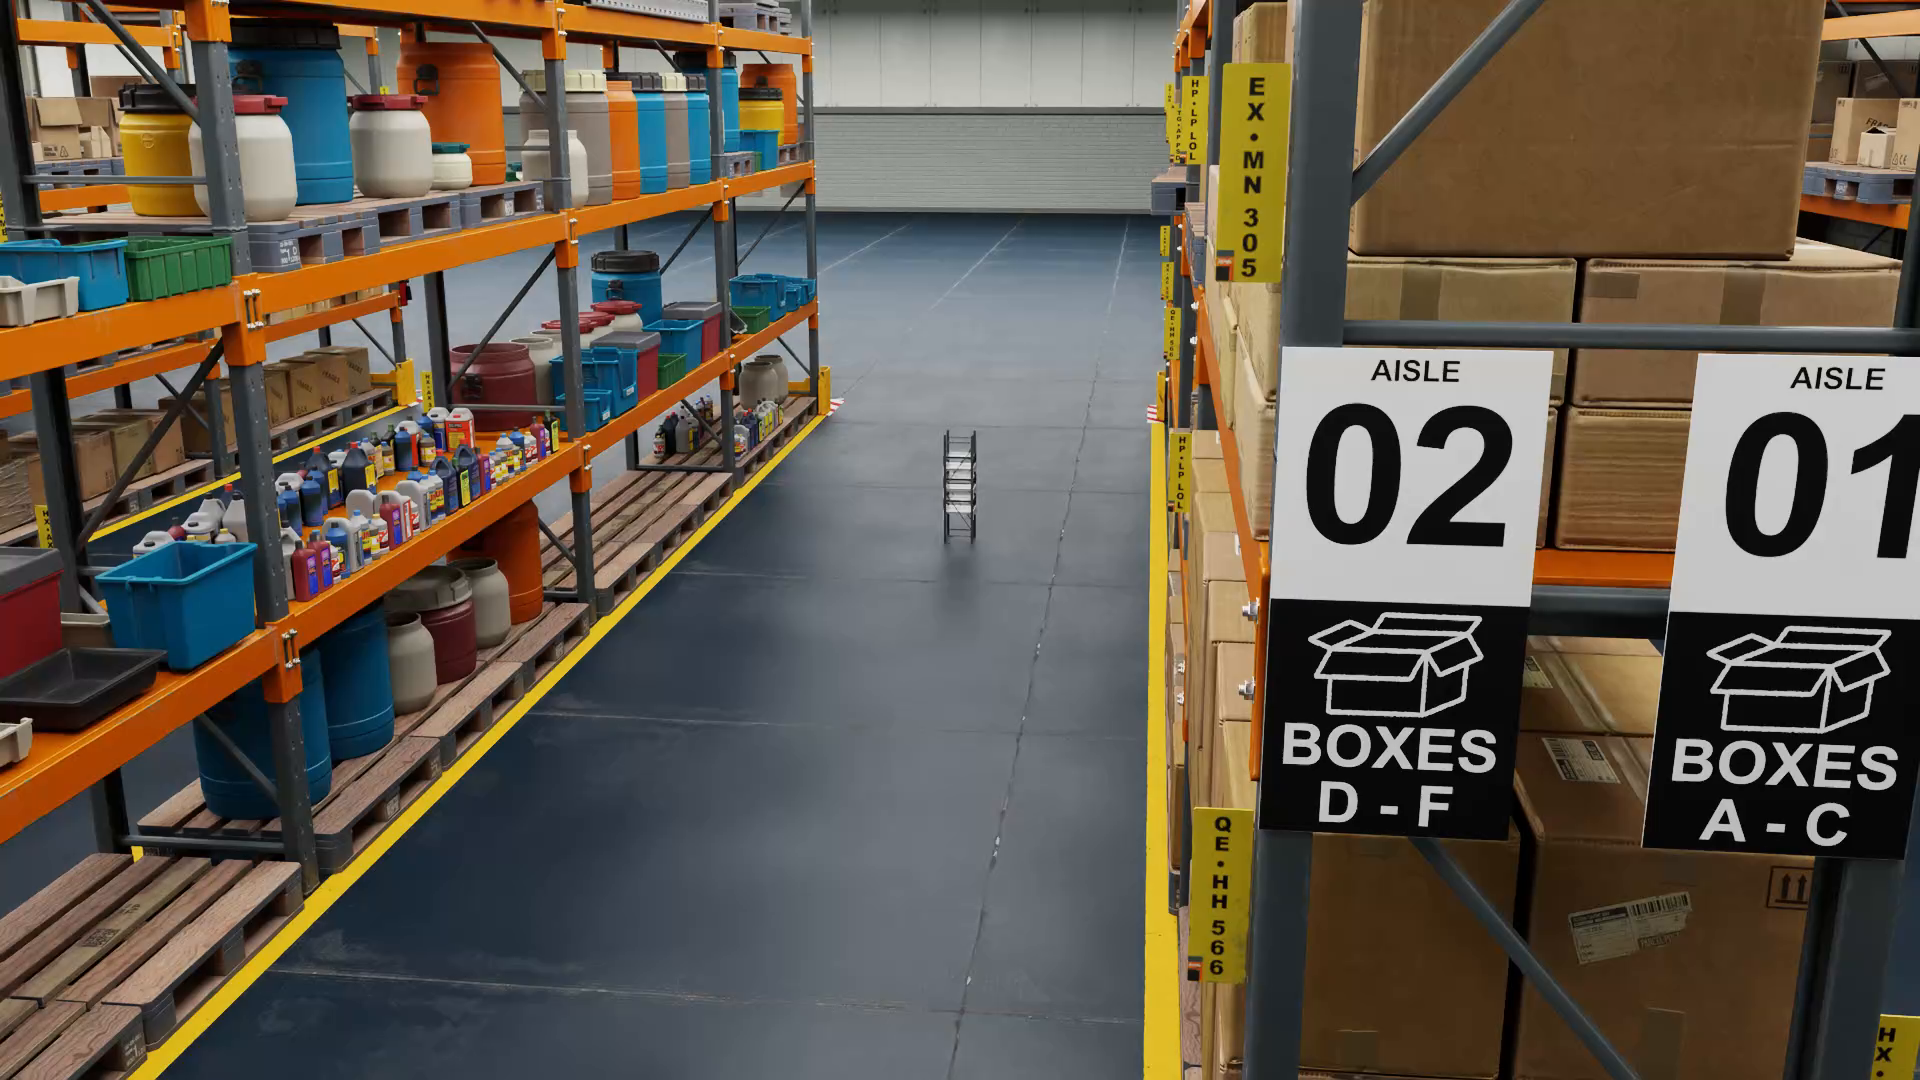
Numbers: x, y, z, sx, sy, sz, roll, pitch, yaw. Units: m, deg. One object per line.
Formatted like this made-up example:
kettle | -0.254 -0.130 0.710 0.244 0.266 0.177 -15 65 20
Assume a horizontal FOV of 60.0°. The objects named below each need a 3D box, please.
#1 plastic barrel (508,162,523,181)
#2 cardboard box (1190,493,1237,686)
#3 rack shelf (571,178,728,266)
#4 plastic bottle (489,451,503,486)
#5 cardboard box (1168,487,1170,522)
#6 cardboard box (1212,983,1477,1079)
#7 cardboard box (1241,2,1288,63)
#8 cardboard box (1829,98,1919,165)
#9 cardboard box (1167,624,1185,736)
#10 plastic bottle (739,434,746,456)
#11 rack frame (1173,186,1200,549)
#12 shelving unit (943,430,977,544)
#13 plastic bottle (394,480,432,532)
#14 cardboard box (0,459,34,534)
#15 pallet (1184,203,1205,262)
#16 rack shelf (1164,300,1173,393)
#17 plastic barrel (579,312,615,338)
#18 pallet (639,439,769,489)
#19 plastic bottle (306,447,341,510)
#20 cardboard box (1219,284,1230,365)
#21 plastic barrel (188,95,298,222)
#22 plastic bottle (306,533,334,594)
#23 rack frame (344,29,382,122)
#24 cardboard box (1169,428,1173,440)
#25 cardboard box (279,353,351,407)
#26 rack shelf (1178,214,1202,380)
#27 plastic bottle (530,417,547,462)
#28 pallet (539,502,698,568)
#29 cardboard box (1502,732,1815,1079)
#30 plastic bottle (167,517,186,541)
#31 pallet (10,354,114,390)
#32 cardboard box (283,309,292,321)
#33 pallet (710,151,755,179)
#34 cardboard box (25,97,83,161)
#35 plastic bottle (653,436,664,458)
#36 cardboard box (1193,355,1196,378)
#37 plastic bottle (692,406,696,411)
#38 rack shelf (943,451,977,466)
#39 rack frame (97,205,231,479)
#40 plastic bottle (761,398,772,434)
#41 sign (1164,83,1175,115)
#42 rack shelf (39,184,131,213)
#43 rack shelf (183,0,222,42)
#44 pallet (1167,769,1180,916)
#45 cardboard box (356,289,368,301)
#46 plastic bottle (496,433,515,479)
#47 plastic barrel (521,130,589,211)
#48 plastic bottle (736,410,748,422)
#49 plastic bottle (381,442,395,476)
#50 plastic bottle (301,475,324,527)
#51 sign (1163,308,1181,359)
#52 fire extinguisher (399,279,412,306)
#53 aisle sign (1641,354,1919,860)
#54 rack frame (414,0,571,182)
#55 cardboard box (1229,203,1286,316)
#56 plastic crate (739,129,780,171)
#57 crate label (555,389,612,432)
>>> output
plastic barrel | -3.114 -2.597 12.040 0.301 0.262 0.301 0 15 0
cardboard box | 0.995 0.155 5.236 0.500 0.500 0.500 1 15 5
rack shelf | -2.800 -2.499 12.789 1.077 0.370 4.000 2 15 6
plastic bottle | -2.770 -0.425 9.869 0.097 0.201 0.097 0 15 0
cardboard box | 1.941 -0.281 13.419 0.500 0.250 0.500 1 15 5
cardboard box | 0.773 1.170 3.398 0.500 0.500 0.500 2 15 8
cardboard box | 1.180 -1.292 4.838 0.700 0.500 0.500 2 15 6
cardboard box | 7.128 -3.185 12.951 0.500 0.500 0.500 4 16 14
cardboard box | 1.392 0.773 9.004 0.500 0.500 0.500 1 15 4
plastic bottle | -2.080 -0.901 15.766 0.097 0.201 0.097 0 15 0
rack frame | 1.896 -0.733 10.625 1.000 3.000 0.127 2 15 6
shelving unit | -0.001 -0.432 13.537 0.258 0.900 0.210 2 15 6
plastic bottle | -2.916 -0.191 8.861 0.152 0.276 0.135 2 15 6
cardboard box | -7.841 -0.350 13.155 0.700 0.500 0.500 0 15 2
pallet | 1.702 -1.489 8.034 1.213 0.211 1.003 2 15 6
rack shelf | 2.573 -1.942 16.474 1.077 0.370 4.000 2 15 6
plastic barrel | -2.983 -1.551 13.390 0.433 0.535 0.433 0 15 0
pallet | -2.457 -0.744 16.008 1.003 0.211 1.213 2 15 6
plastic bottle | -3.574 -0.352 9.312 0.144 0.351 0.185 2 15 6
cardboard box | 0.972 -0.563 4.538 0.500 0.250 0.500 2 15 6
plastic barrel | -3.168 -1.688 7.345 0.433 0.535 0.433 0 15 0
plastic bottle | -2.997 0.097 7.780 0.061 0.283 0.133 2 15 6
rack frame | -7.044 -5.996 18.598 1.000 3.000 0.127 2 15 6
cardboard box | 2.053 -0.816 14.323 0.500 0.311 0.500 2 15 6
cardboard box | -7.165 -1.779 18.478 0.500 0.500 0.500 6 16 21
rack shelf | 1.670 -1.315 8.409 1.077 0.370 4.000 2 15 6
plastic bottle | -2.673 -0.646 10.528 0.061 0.283 0.133 2 15 6
pallet | -2.759 -0.049 13.438 1.003 0.211 1.213 2 15 6
cardboard box | 1.305 0.704 3.205 0.500 0.500 0.500 2 15 8
plastic bottle | -3.773 0.041 7.987 0.061 0.283 0.133 2 15 6
pallet | -7.764 -1.447 13.636 1.003 0.211 1.213 2 15 6
cardboard box | -7.056 -2.313 16.952 0.380 0.149 0.250 2 15 6
pallet | -2.590 -3.464 15.341 1.213 0.211 1.003 2 15 6
cardboard box | -7.752 -3.400 13.741 0.797 0.503 0.637 2 15 9
plastic bottle | -2.843 -0.882 15.695 0.097 0.201 0.097 0 15 0
cardboard box | 2.044 -1.425 13.667 0.380 0.149 0.250 2 15 6
plastic bottle | -2.710 -1.221 16.816 0.097 0.271 0.097 0 15 0
rack shelf | -0.001 -0.661 13.475 0.258 0.077 0.200 2 15 6
rack frame | -7.496 -2.063 15.544 1.000 3.000 0.127 2 15 6
plastic bottle | -1.981 -1.255 16.789 0.144 0.351 0.185 2 15 9
sign | 2.248 -4.734 17.849 0.100 0.325 0.005 2 15 6
rack shelf | -7.721 -2.645 13.328 1.077 0.370 4.000 2 15 6
rack shelf | -3.703 -1.679 4.776 1.077 0.370 4.000 2 15 6
pallet | 1.499 1.439 7.937 1.003 0.211 1.213 2 15 6
cardboard box | -6.877 -2.768 18.633 0.380 0.149 0.250 2 15 6
plastic bottle | -2.748 -0.510 10.047 0.097 0.271 0.097 0 15 0
plastic barrel | -2.686 -2.453 11.027 0.421 0.512 0.421 0 15 0
plastic bottle | -2.152 -1.169 16.613 0.152 0.276 0.135 2 15 6
plastic bottle | -3.503 -0.497 10.134 0.097 0.201 0.097 0 15 0
plastic bottle | -3.488 -0.213 8.951 0.097 0.271 0.097 0 15 0
sign | 1.344 -1.307 10.531 0.100 0.325 0.005 2 15 6
fire extinguisher | -6.573 -3.079 19.451 0.296 0.674 0.183 2 15 6
aisle sign | 1.277 0.114 2.515 0.394 0.787 0.004 2 15 6
rack frame | -3.026 -3.776 10.385 1.000 3.000 0.127 2 15 6
cardboard box | 0.914 -0.675 3.994 0.500 0.250 0.500 2 15 6
plastic crate | -2.039 -3.891 16.590 0.392 0.384 0.575 2 15 6
crate label | -2.606 -0.897 11.553 0.303 0.233 0.416 2 15 6
